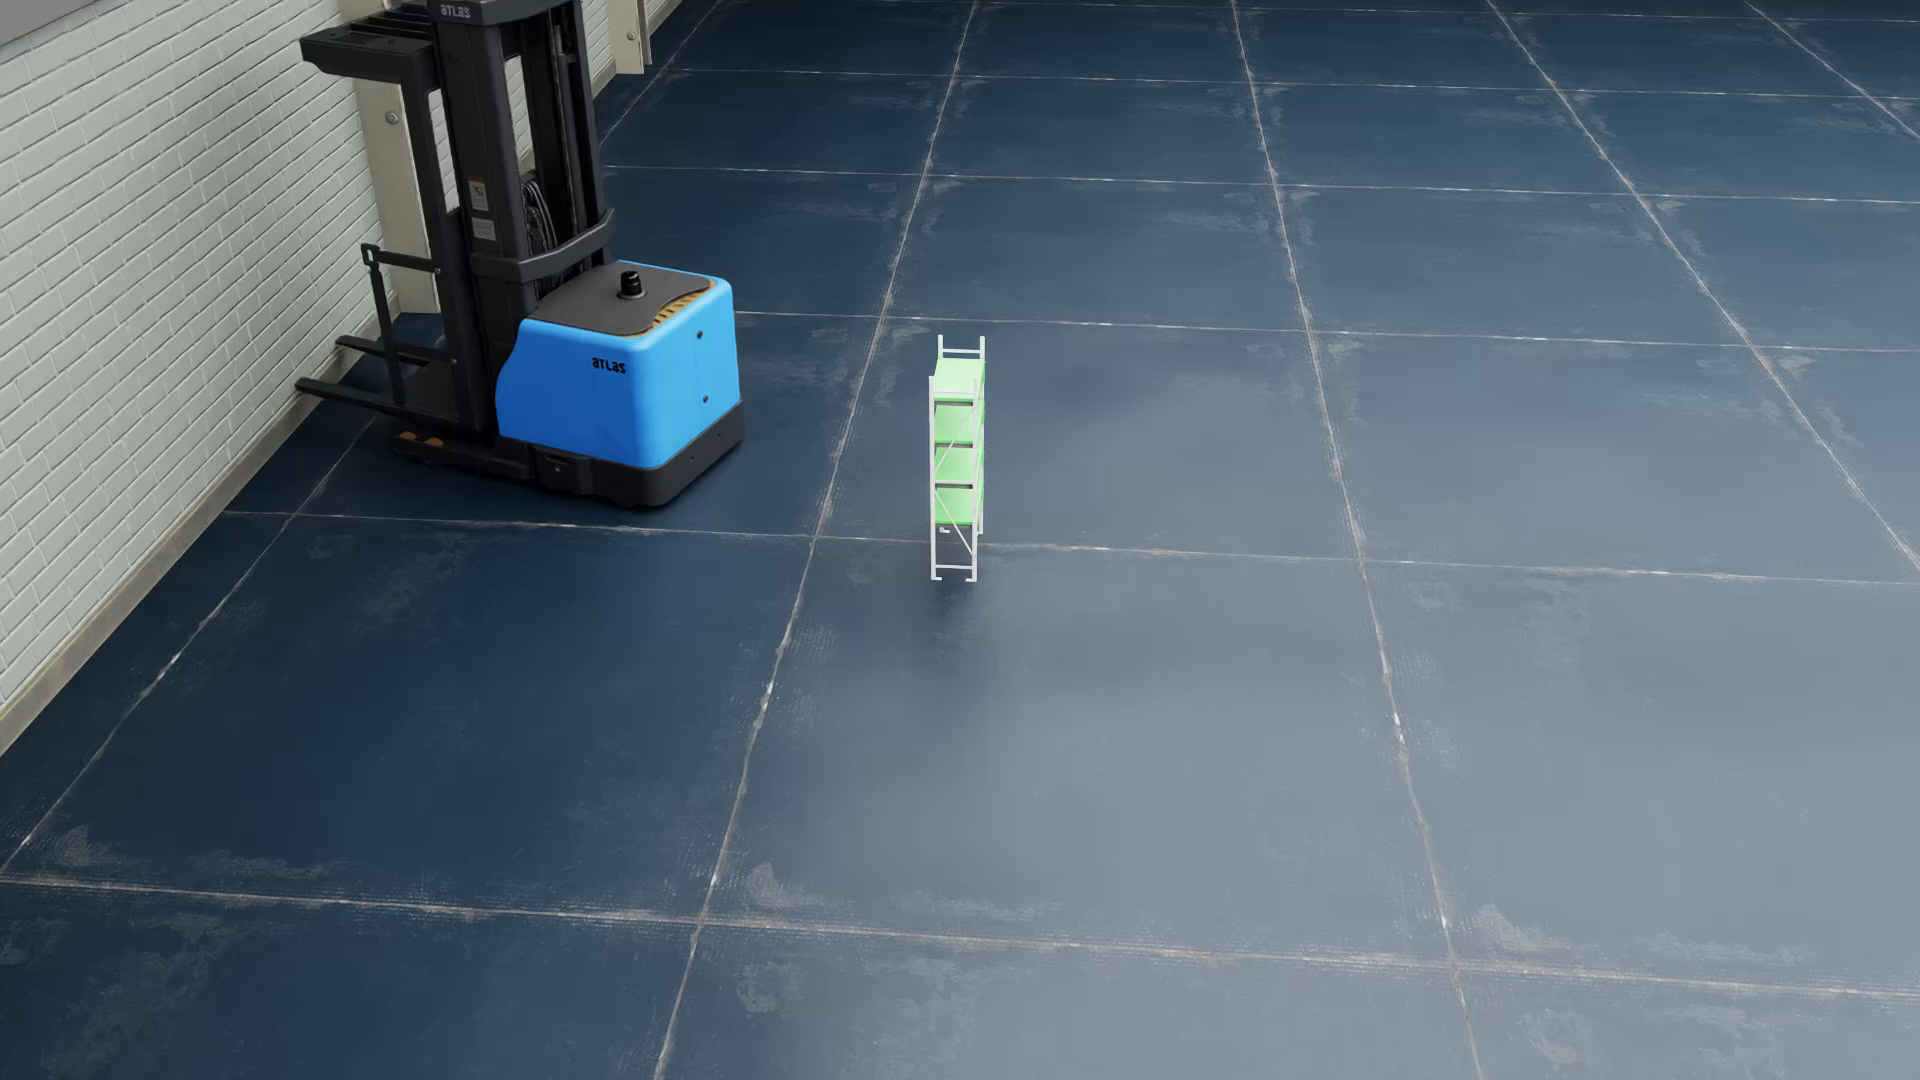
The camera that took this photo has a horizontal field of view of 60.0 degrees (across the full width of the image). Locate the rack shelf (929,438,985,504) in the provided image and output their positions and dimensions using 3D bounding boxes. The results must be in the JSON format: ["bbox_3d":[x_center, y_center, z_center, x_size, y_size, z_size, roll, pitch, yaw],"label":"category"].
[{"bbox_3d":[-0.013,-0.370,8.828,0.258,0.148,0.480,2,32,4],"label":"rack shelf"}]

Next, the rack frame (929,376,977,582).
[{"bbox_3d":[-0.033,-0.297,8.588,0.240,1.200,0.015,2,32,4],"label":"rack frame"}]

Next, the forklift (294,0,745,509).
[{"bbox_3d":[-2.875,-1.930,9.588,3.031,2.935,1.130,13,34,20],"label":"forklift"}]

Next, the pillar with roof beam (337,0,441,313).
[{"bbox_3d":[0.426,-5.376,9.396,9.100,9.000,0.400,2,32,4],"label":"pillar with roof beam"}]

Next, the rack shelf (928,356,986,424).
[{"bbox_3d":[-0.013,-0.778,8.576,0.258,0.148,0.480,2,32,4],"label":"rack shelf"}]

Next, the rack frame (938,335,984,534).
[{"bbox_3d":[0.006,-0.552,9.002,0.240,1.200,0.015,2,32,4],"label":"rack frame"}]

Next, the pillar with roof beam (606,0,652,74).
[{"bbox_3d":[0.915,-8.513,14.487,9.100,9.000,0.400,2,32,4],"label":"pillar with roof beam"}]

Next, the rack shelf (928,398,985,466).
[{"bbox_3d":[-0.013,-0.574,8.702,0.258,0.148,0.480,2,32,4],"label":"rack shelf"}]

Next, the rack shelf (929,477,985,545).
[{"bbox_3d":[-0.013,-0.166,8.954,0.258,0.148,0.480,2,32,4],"label":"rack shelf"}]

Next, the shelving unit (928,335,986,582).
[{"bbox_3d":[-0.013,-0.424,8.795,0.258,1.200,0.503,2,32,4],"label":"shelving unit"}]
